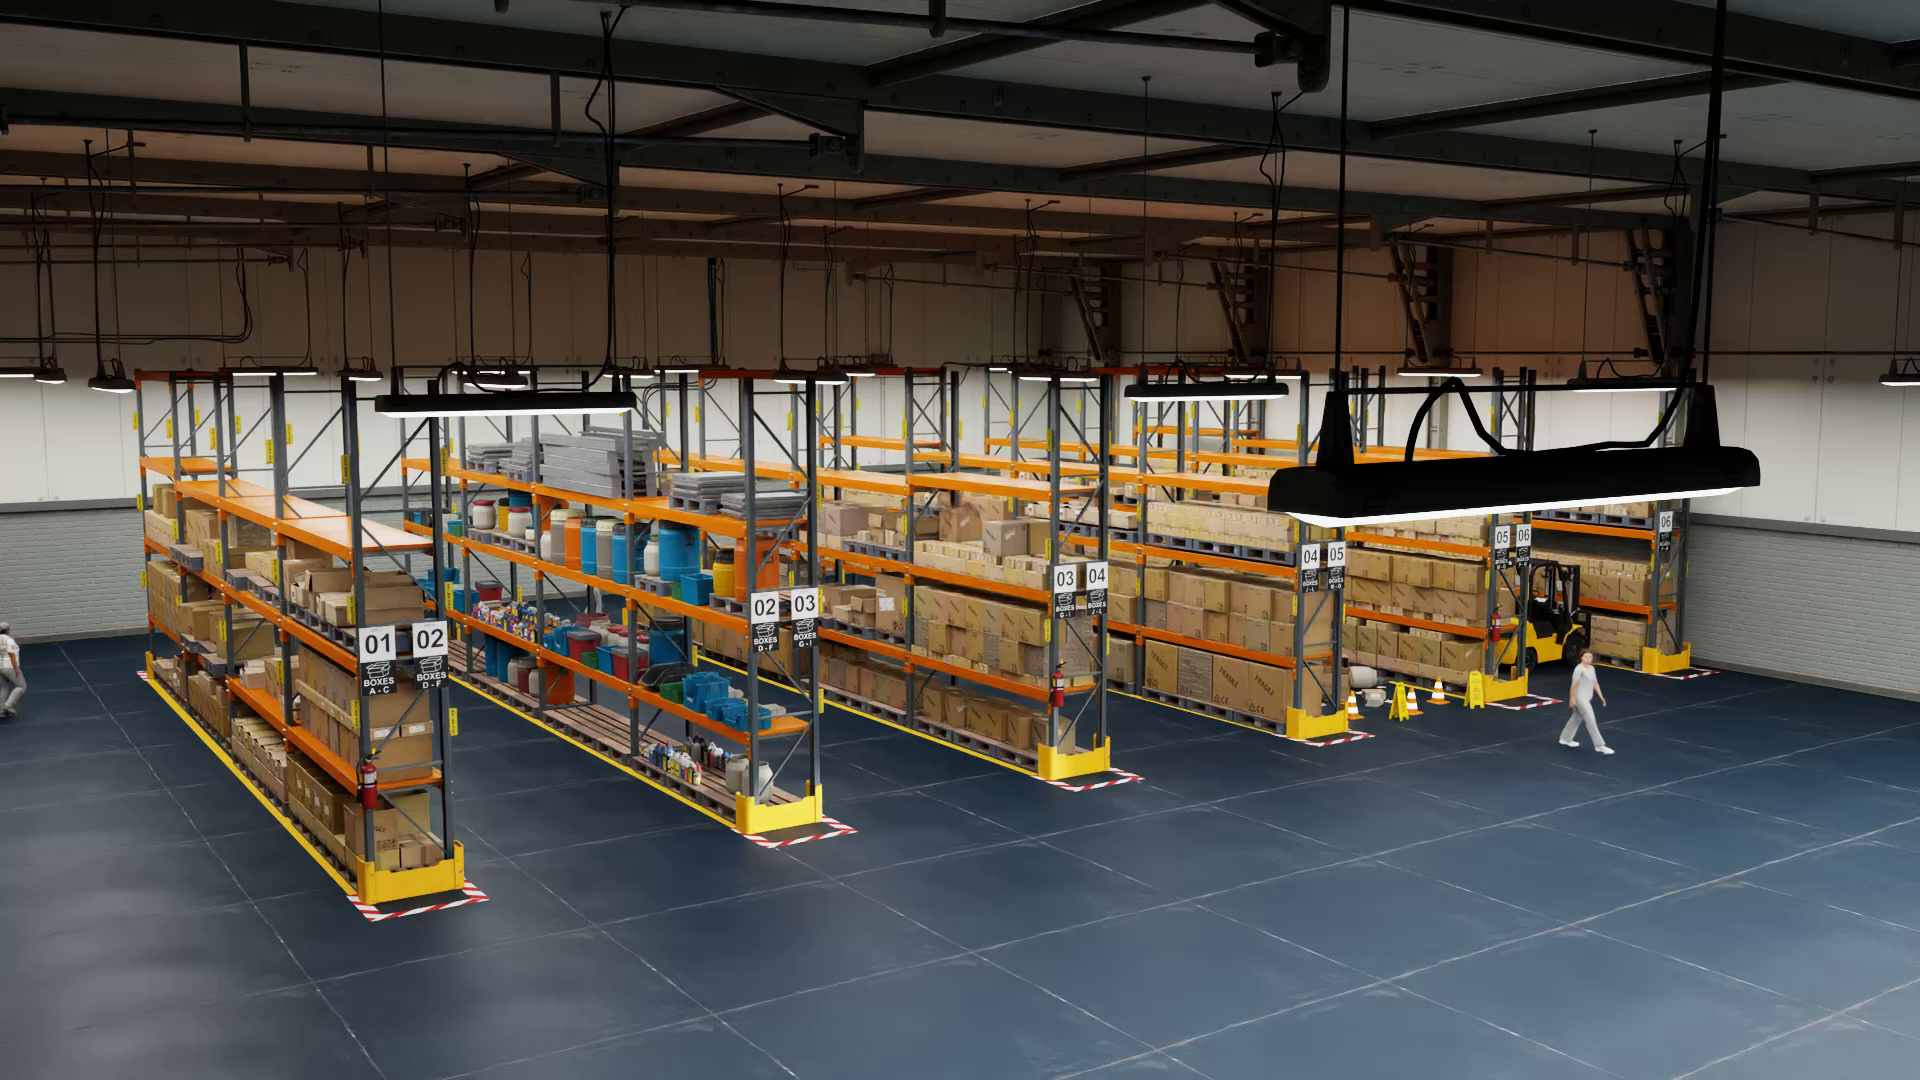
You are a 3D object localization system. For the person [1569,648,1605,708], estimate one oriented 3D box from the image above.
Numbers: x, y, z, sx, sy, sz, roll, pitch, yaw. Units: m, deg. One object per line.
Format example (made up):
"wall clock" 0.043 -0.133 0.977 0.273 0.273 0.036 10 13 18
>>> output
"person" 9.955 2.192 26.329 0.469 0.964 0.445 -6 9 -42

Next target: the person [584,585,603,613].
"person" -8.469 1.183 38.493 0.546 1.692 0.523 -3 7 -28

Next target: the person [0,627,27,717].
"person" -16.577 2.261 28.864 0.521 1.649 0.477 2 7 15
